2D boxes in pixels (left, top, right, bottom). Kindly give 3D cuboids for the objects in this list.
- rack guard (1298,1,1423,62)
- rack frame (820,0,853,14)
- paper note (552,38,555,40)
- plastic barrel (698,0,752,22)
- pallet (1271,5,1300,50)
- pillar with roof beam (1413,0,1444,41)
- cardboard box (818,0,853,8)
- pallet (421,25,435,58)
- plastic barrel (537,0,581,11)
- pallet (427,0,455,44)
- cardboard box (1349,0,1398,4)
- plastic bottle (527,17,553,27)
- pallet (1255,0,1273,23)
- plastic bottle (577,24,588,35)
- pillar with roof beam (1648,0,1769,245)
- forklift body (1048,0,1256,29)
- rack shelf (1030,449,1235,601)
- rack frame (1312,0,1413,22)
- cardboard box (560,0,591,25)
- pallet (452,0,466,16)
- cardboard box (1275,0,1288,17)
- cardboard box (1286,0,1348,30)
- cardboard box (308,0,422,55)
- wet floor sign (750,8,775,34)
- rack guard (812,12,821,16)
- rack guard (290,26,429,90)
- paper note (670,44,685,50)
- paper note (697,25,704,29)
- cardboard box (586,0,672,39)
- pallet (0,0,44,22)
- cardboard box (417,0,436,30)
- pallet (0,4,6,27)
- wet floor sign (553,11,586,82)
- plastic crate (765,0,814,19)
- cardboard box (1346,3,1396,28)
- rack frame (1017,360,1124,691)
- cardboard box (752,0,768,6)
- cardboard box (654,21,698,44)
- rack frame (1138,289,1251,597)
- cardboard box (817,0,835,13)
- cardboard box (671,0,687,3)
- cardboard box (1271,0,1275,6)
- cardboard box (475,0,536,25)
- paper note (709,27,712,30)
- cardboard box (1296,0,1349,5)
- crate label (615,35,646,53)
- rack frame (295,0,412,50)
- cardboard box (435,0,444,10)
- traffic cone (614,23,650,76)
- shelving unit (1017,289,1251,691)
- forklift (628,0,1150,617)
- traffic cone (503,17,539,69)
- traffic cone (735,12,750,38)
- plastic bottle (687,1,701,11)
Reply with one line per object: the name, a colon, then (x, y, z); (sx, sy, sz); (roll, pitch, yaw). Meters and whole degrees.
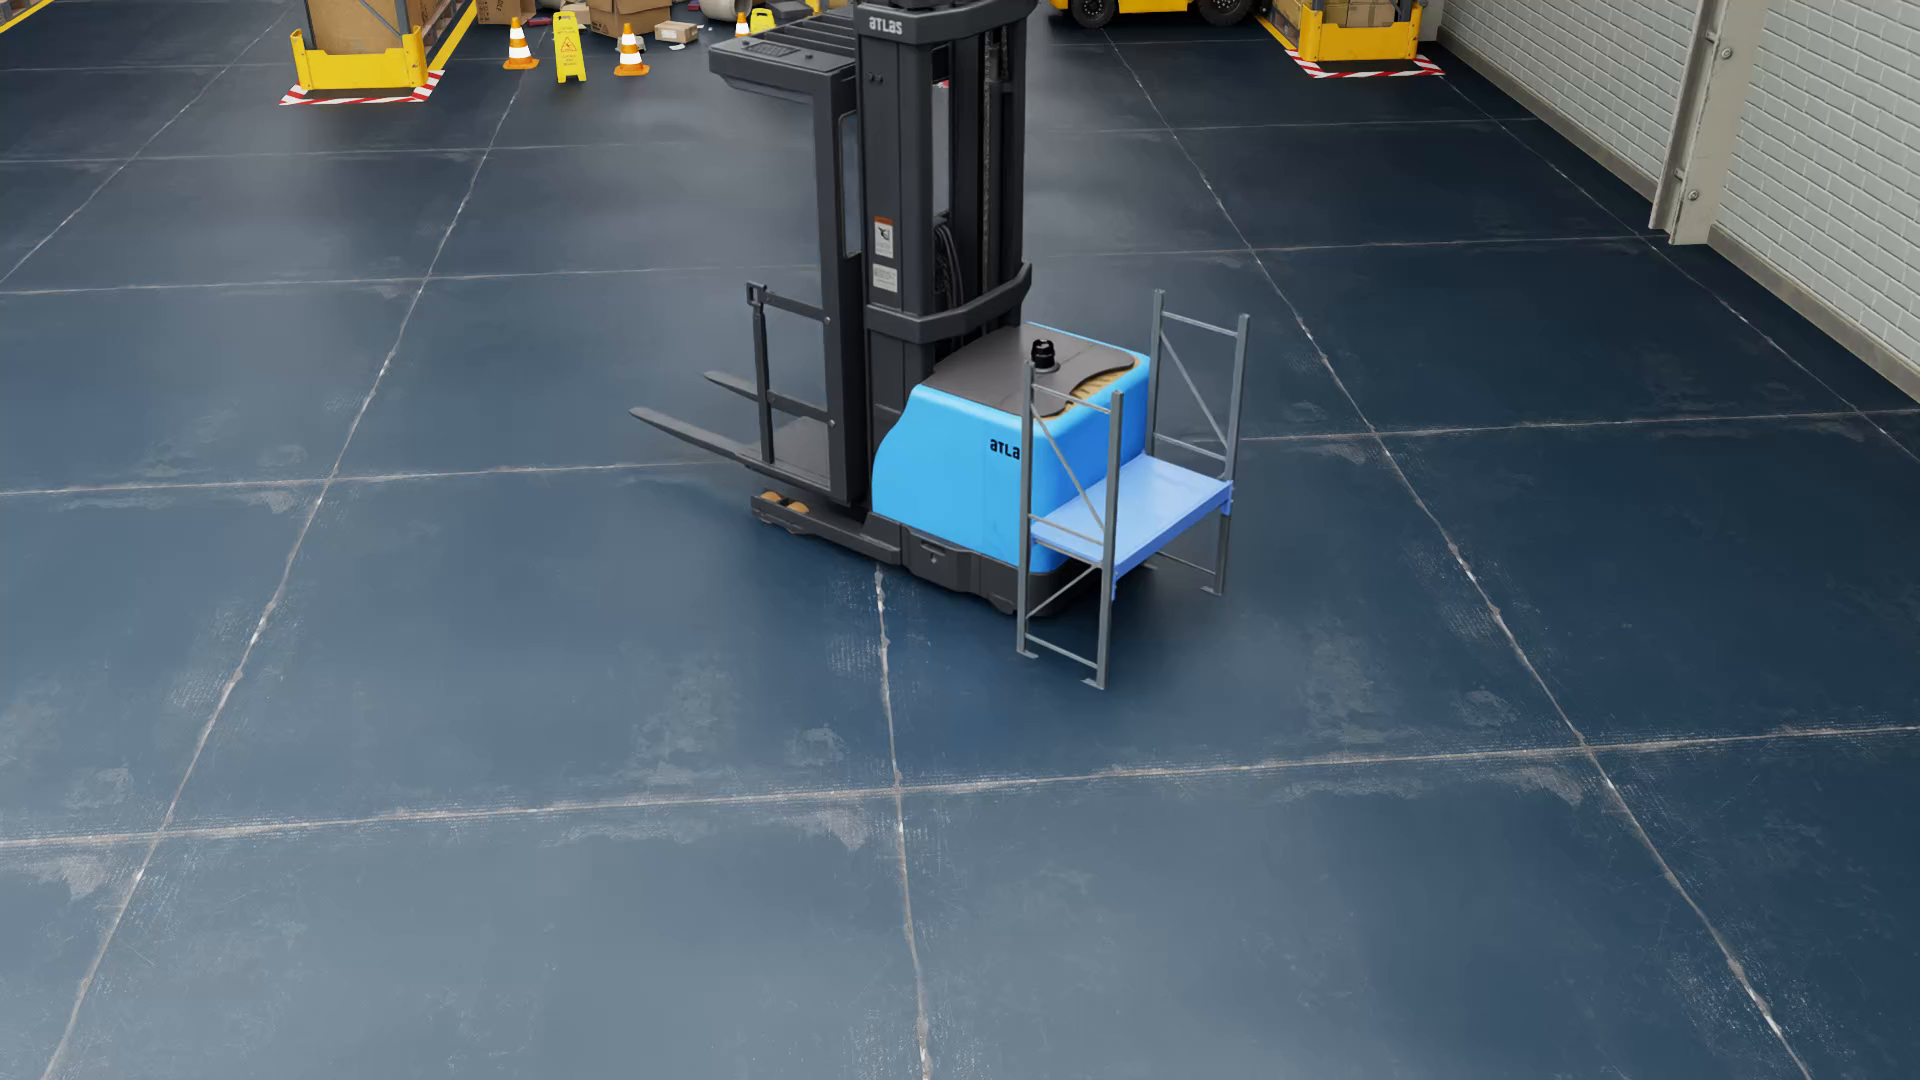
rack guard: (4.072, -5.186, 16.945); (1.175, 0.500, 0.348); (-3, 31, -5)
rack frame: (-0.872, -6.032, 15.924); (1.000, 3.000, 0.127); (-3, 31, -5)
paper note: (-4.243, -5.329, 17.643); (0.144, 0.017, 0.142); (8, 32, 13)
plastic barrel: (-2.572, -5.908, 18.228); (0.512, 0.421, 0.421); (20, 36, 29)
pallet: (3.957, -5.463, 17.690); (1.003, 0.211, 1.213); (-3, 31, -5)
pillar with roof beam: (0.616, -9.040, 15.109); (9.100, 9.000, 0.400); (-3, 31, -5)
cardboard box: (-1.206, -5.750, 16.993); (0.500, 0.500, 0.500); (-3, 31, -4)
pallet: (-5.943, -4.951, 16.832); (1.003, 0.211, 1.213); (-3, 31, -5)
plastic barrel: (-4.531, -6.174, 18.673); (0.512, 0.421, 0.421); (20, 36, 29)
pallet: (-6.054, -5.572, 17.873); (1.003, 0.211, 1.213); (-3, 31, -5)
cardboard box: (4.233, -5.736, 17.213); (0.500, 0.250, 0.500); (-2, 31, -4)
plastic bottle: (-4.579, -5.673, 18.188); (0.283, 0.061, 0.133); (-14, 33, -22)
pallet: (3.846, -6.085, 18.731); (1.003, 0.211, 1.213); (-3, 31, -5)
plastic bottle: (-4.109, -5.507, 17.911); (0.133, 0.061, 0.283); (-14, 33, -22)
pillar with roof beam: (1.177, -5.976, 9.980); (9.100, 9.000, 0.400); (-3, 31, -5)
forklift body: (2.076, -6.788, 18.017); (2.313, 2.155, 1.214); (-3, 31, -5)
rack shelf: (0.792, -0.089, 7.786); (0.538, 0.185, 1.000); (23, 38, 33)
rack frame: (4.070, -6.272, 16.325); (1.000, 3.000, 0.127); (-3, 31, -5)
cardboard box: (-4.170, -5.822, 18.239); (0.396, 0.266, 0.258); (2, 31, 4)
pallet: (-6.171, -6.196, 18.918); (1.003, 0.211, 1.213); (-3, 31, -5)
cardboard box: (3.674, -5.751, 17.724); (0.500, 0.250, 0.500); (-3, 31, -5)
cardboard box: (3.711, -5.496, 17.299); (0.500, 0.250, 0.500); (-3, 31, -4)
cardboard box: (-5.920, -5.354, 16.452); (0.875, 0.875, 0.875); (-3, 31, -4)
wet floor sign: (-1.919, -4.873, 16.279); (0.267, 0.644, 0.232); (8, 32, 13)
rack guard: (-0.879, -4.998, 16.629); (1.175, 0.500, 0.348); (-3, 31, -5)
rack guard: (-5.788, -4.658, 16.061); (1.175, 0.500, 0.348); (-3, 31, -5)
paper note: (-2.942, -5.145, 17.333); (0.148, 0.019, 0.142); (-14, 33, -22)
paper note: (-2.872, -5.581, 18.074); (0.148, 0.019, 0.142); (8, 32, 13)
cardboard box: (-3.556, -5.736, 17.862); (0.637, 0.503, 0.797); (27, 40, 37)
pallet: (-11.014, -6.061, 18.691); (1.003, 0.211, 1.213); (-3, 31, -5)
cardboard box: (-6.004, -5.804, 17.204); (0.875, 0.875, 0.875); (-3, 31, -5)
pallet: (-10.897, -5.437, 17.646); (1.003, 0.211, 1.213); (-3, 31, -5)
wet floor sign: (-3.817, -4.813, 16.178); (0.267, 0.644, 0.232); (-8, 32, -13)
plastic crate: (-1.915, -5.980, 18.684); (0.402, 0.080, 0.583); (-14, 33, -22)
cardboard box: (4.219, -5.532, 17.358); (0.500, 0.250, 0.500); (-3, 31, -4)
rack frame: (0.472, -0.040, 7.355); (0.500, 1.500, 0.032); (23, 38, 33)
cardboard box: (-2.500, -6.390, 18.958); (0.500, 0.500, 0.500); (20, 36, 29)
cardboard box: (-3.005, -5.380, 17.612); (0.380, 0.149, 0.250); (13, 33, 21)
rack frame: (1.112, -0.445, 8.033); (0.500, 1.500, 0.032); (23, 38, 33)
cardboard box: (-1.217, -5.444, 17.211); (0.500, 0.250, 0.500); (-3, 31, -5)
cardboard box: (-3.306, -6.382, 19.175); (0.396, 0.266, 0.258); (27, 40, 37)
cardboard box: (3.637, -6.007, 18.153); (0.500, 0.250, 0.500); (-2, 31, -4)
cardboard box: (-4.998, -5.970, 18.255); (0.500, 0.500, 0.500); (2, 31, 4)
paper note: (-2.703, -5.536, 18.008); (0.032, 0.001, 0.123); (-3, 31, -5)
cardboard box: (3.713, -5.720, 17.185); (0.500, 0.250, 0.500); (-3, 31, -5)
crate label: (-3.405, -5.132, 17.209); (0.250, 0.136, 0.298); (-20, 36, -30)
rack frame: (-5.791, -5.743, 15.440); (1.000, 3.000, 0.127); (-3, 31, -5)
cardboard box: (-6.087, -6.269, 17.983); (0.875, 0.875, 0.875); (-3, 31, -4)
traffic cone: (-3.270, -4.874, 16.458); (0.336, 0.463, 0.334); (-3, 31, -5)
shelving unit: (0.792, -0.243, 7.694); (0.538, 1.500, 1.048); (23, 38, 33)
forklift: (-0.498, -1.485, 8.377); (3.031, 2.935, 1.130); (21, 37, 31)
traffic cone: (-4.426, -4.993, 16.658); (0.336, 0.463, 0.334); (-3, 31, -5)
traffic cone: (-2.196, -5.101, 16.838); (0.336, 0.463, 0.334); (-3, 31, -5)
plastic bottle: (-2.992, -6.064, 18.843); (0.133, 0.061, 0.283); (2, 31, 4)
